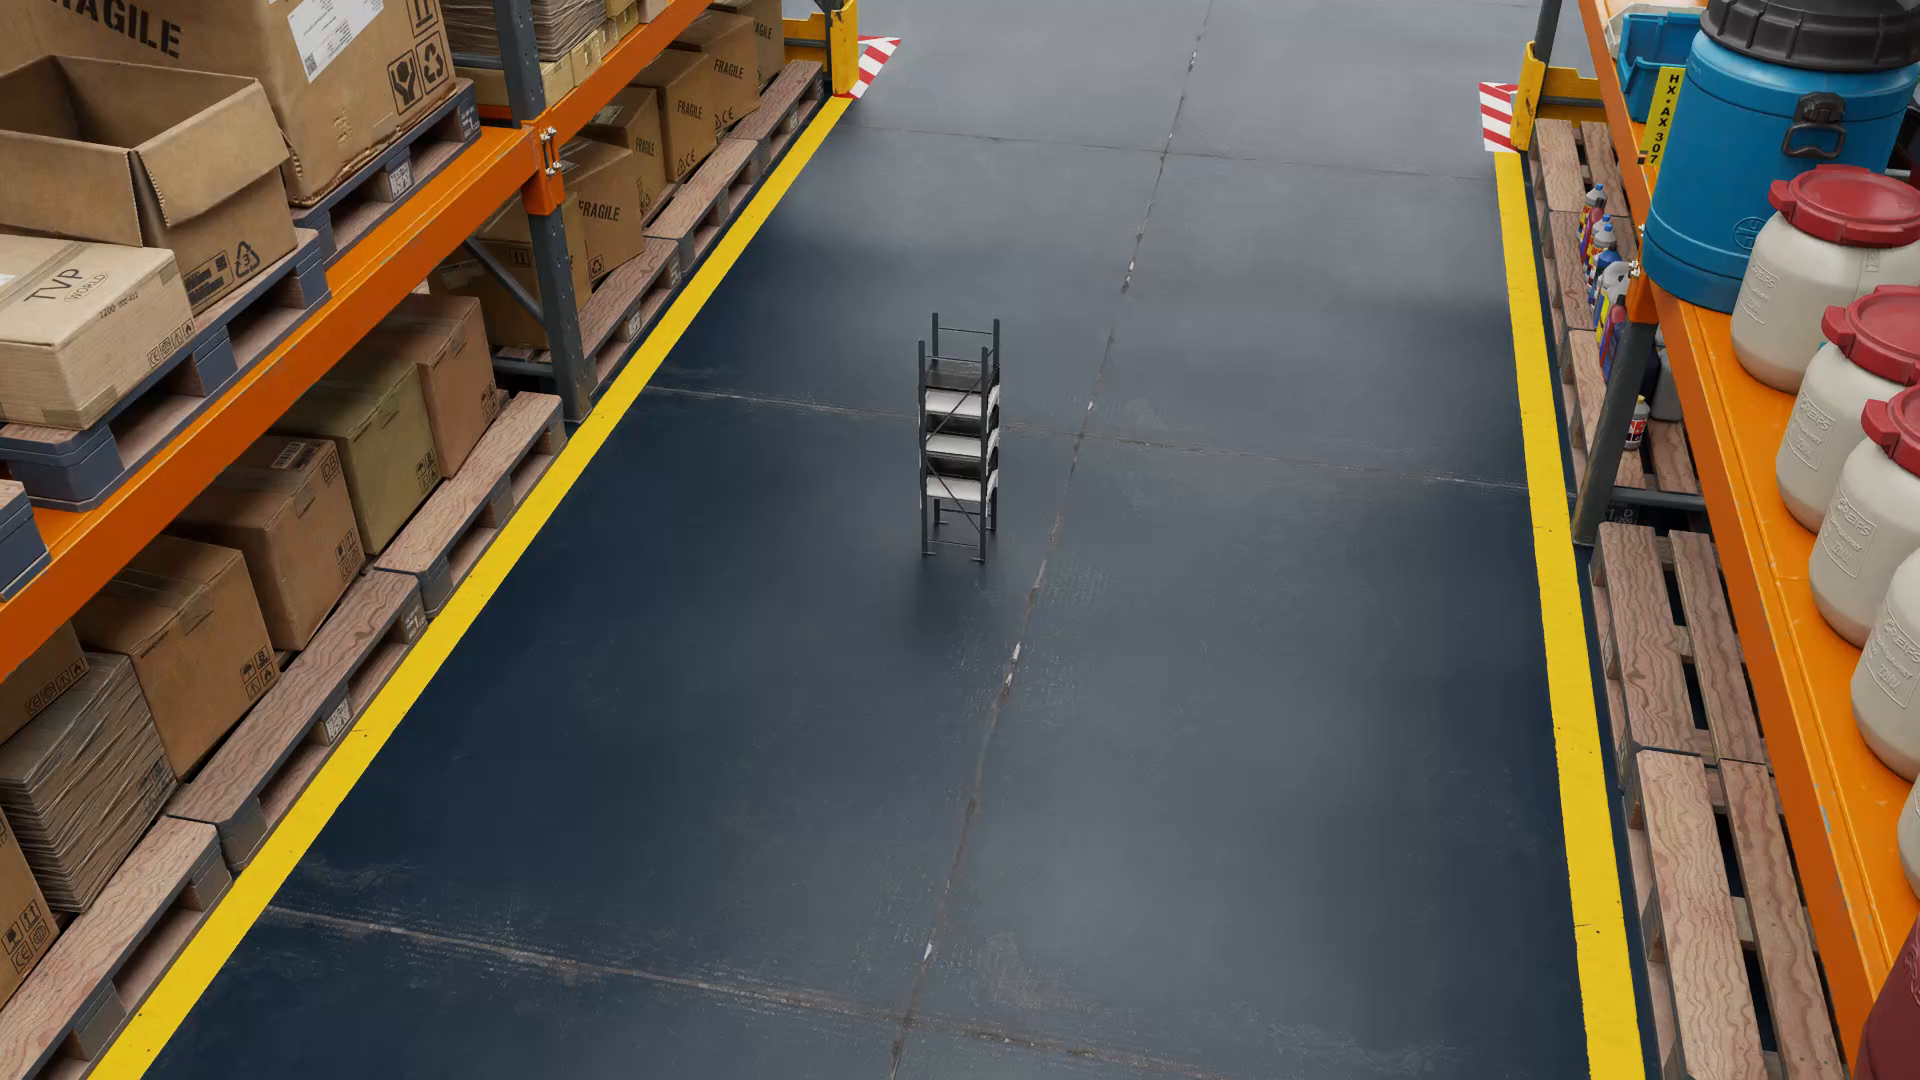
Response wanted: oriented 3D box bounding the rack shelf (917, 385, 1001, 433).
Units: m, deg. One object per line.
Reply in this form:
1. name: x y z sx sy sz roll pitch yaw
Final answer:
1. rack shelf: -0.002 -0.478 5.893 0.258 0.077 0.200 7 37 10

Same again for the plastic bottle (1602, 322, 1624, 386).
1. plastic bottle: 2.689 -0.786 6.660 0.144 0.351 0.185 6 36 8

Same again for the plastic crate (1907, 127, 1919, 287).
1. plastic crate: 2.987 -0.875 4.846 0.402 0.464 0.583 7 37 10

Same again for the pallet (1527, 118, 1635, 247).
1. pallet: 3.497 -1.814 8.573 1.003 0.211 1.213 7 37 10

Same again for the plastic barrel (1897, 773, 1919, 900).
1. plastic barrel: 1.948 0.467 2.955 0.421 0.512 0.421 0 36 0

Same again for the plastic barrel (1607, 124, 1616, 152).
1. plastic barrel: 3.580 -2.234 8.538 0.421 0.512 0.421 0 36 0

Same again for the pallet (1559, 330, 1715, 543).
1. pallet: 2.976 -0.415 6.643 1.003 0.211 1.213 7 37 10

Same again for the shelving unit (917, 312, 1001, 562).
1. shelving unit: -0.002 -0.360 5.980 0.258 0.900 0.210 7 37 10

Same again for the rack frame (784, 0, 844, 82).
1. rack frame: -1.193 -4.079 9.322 1.000 3.000 0.127 7 37 10

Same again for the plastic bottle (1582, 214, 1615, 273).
1. plastic bottle: 2.881 -1.334 7.485 0.097 0.271 0.097 0 36 0

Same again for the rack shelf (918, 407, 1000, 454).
1. rack shelf: -0.002 -0.406 5.946 0.258 0.077 0.200 7 37 10

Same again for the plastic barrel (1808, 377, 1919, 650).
1. plastic barrel: 2.124 -0.030 3.620 0.433 0.535 0.433 0 36 0

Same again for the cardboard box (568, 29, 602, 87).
1. cardboard box: -1.641 -1.911 6.545 0.380 0.149 0.250 7 37 10

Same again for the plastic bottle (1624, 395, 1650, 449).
1. plastic bottle: 2.565 -0.457 6.334 0.097 0.201 0.097 0 36 0

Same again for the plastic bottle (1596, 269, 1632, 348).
1. plastic bottle: 2.758 -0.971 6.916 0.144 0.351 0.185 7 37 10

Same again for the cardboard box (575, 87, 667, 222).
1. cardboard box: -1.752 -1.863 8.036 0.500 0.500 0.500 4 36 6

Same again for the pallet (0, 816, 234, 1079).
1. pallet: -2.733 1.189 4.430 1.003 0.211 1.213 7 37 10

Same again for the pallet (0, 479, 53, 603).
1. pallet: -2.853 0.163 3.632 1.213 0.211 1.003 7 37 10

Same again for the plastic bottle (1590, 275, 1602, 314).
1. plastic bottle: 2.795 -1.074 7.186 0.097 0.201 0.097 0 36 0

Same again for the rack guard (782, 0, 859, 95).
1. rack guard: -1.209 -3.023 9.995 1.175 0.500 0.348 7 37 10

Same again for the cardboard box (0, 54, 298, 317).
1. cardboard box: -2.327 -0.992 4.617 0.797 0.503 0.637 11 37 15

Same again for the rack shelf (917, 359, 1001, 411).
1. rack shelf: -0.002 -0.551 5.841 0.258 0.077 0.200 7 37 10

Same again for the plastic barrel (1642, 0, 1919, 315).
1. plastic barrel: 2.413 -1.184 4.901 0.600 0.901 0.708 7 37 10

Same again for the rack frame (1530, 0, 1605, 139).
1. rack frame: 3.646 -3.458 8.465 1.000 3.000 0.127 7 37 10

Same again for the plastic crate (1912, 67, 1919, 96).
1. plastic crate: 3.357 -1.822 6.388 0.450 0.188 0.662 7 37 10

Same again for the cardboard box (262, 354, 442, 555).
1. cardboard box: -2.319 -0.331 5.906 0.700 0.500 0.500 7 37 10

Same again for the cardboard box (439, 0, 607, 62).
1. cardboard box: -1.891 -2.197 6.386 0.875 0.500 0.500 7 37 10

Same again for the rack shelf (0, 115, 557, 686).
1. rack shelf: -2.474 -0.348 4.787 1.077 0.370 4.000 7 37 10

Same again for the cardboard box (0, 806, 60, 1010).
1. cardboard box: -2.778 0.955 4.131 0.700 0.500 0.500 5 36 8

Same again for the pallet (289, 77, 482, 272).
1. pallet: -2.352 -1.288 5.634 1.003 0.211 1.213 7 37 10

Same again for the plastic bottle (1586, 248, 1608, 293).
1. plastic bottle: 2.839 -1.192 7.348 0.097 0.201 0.097 0 36 0

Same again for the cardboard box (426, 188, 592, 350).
1. cardboard box: -1.923 -1.168 7.077 0.500 0.500 0.500 6 36 9

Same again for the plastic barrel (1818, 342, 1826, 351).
1. plastic barrel: 2.359 -0.369 4.321 0.301 0.262 0.301 0 36 0

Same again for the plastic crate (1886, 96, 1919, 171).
1. plastic crate: 3.028 -1.424 5.711 0.767 0.338 0.504 7 37 10

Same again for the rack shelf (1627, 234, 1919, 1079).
1. rack shelf: 2.364 0.273 3.930 1.077 0.370 4.000 7 37 10

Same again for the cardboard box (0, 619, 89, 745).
1. cardboard box: -2.684 0.345 4.334 0.500 0.250 0.500 11 37 15

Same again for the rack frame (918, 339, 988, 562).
1. rack frame: -0.023 -0.301 5.899 0.240 0.900 0.006 7 37 10

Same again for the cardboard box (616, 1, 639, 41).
1. cardboard box: -1.571 -2.202 6.947 0.380 0.149 0.250 7 37 10

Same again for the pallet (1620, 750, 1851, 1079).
1. pallet: 2.403 1.121 4.523 1.003 0.211 1.213 7 37 10

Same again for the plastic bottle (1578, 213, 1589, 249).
1. plastic bottle: 2.932 -1.443 7.695 0.097 0.201 0.097 0 36 0

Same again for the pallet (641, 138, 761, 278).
1. pallet: -1.680 -1.747 8.481 1.003 0.211 1.213 7 37 10

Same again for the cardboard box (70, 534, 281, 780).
1. cardboard box: -2.557 0.310 5.022 0.700 0.500 0.500 10 37 14

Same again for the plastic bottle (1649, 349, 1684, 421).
1. plastic bottle: 2.788 -0.657 6.483 0.144 0.351 0.185 7 37 10

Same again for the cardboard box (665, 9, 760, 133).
1. cardboard box: -1.437 -2.534 8.962 0.500 0.500 0.500 17 39 22
